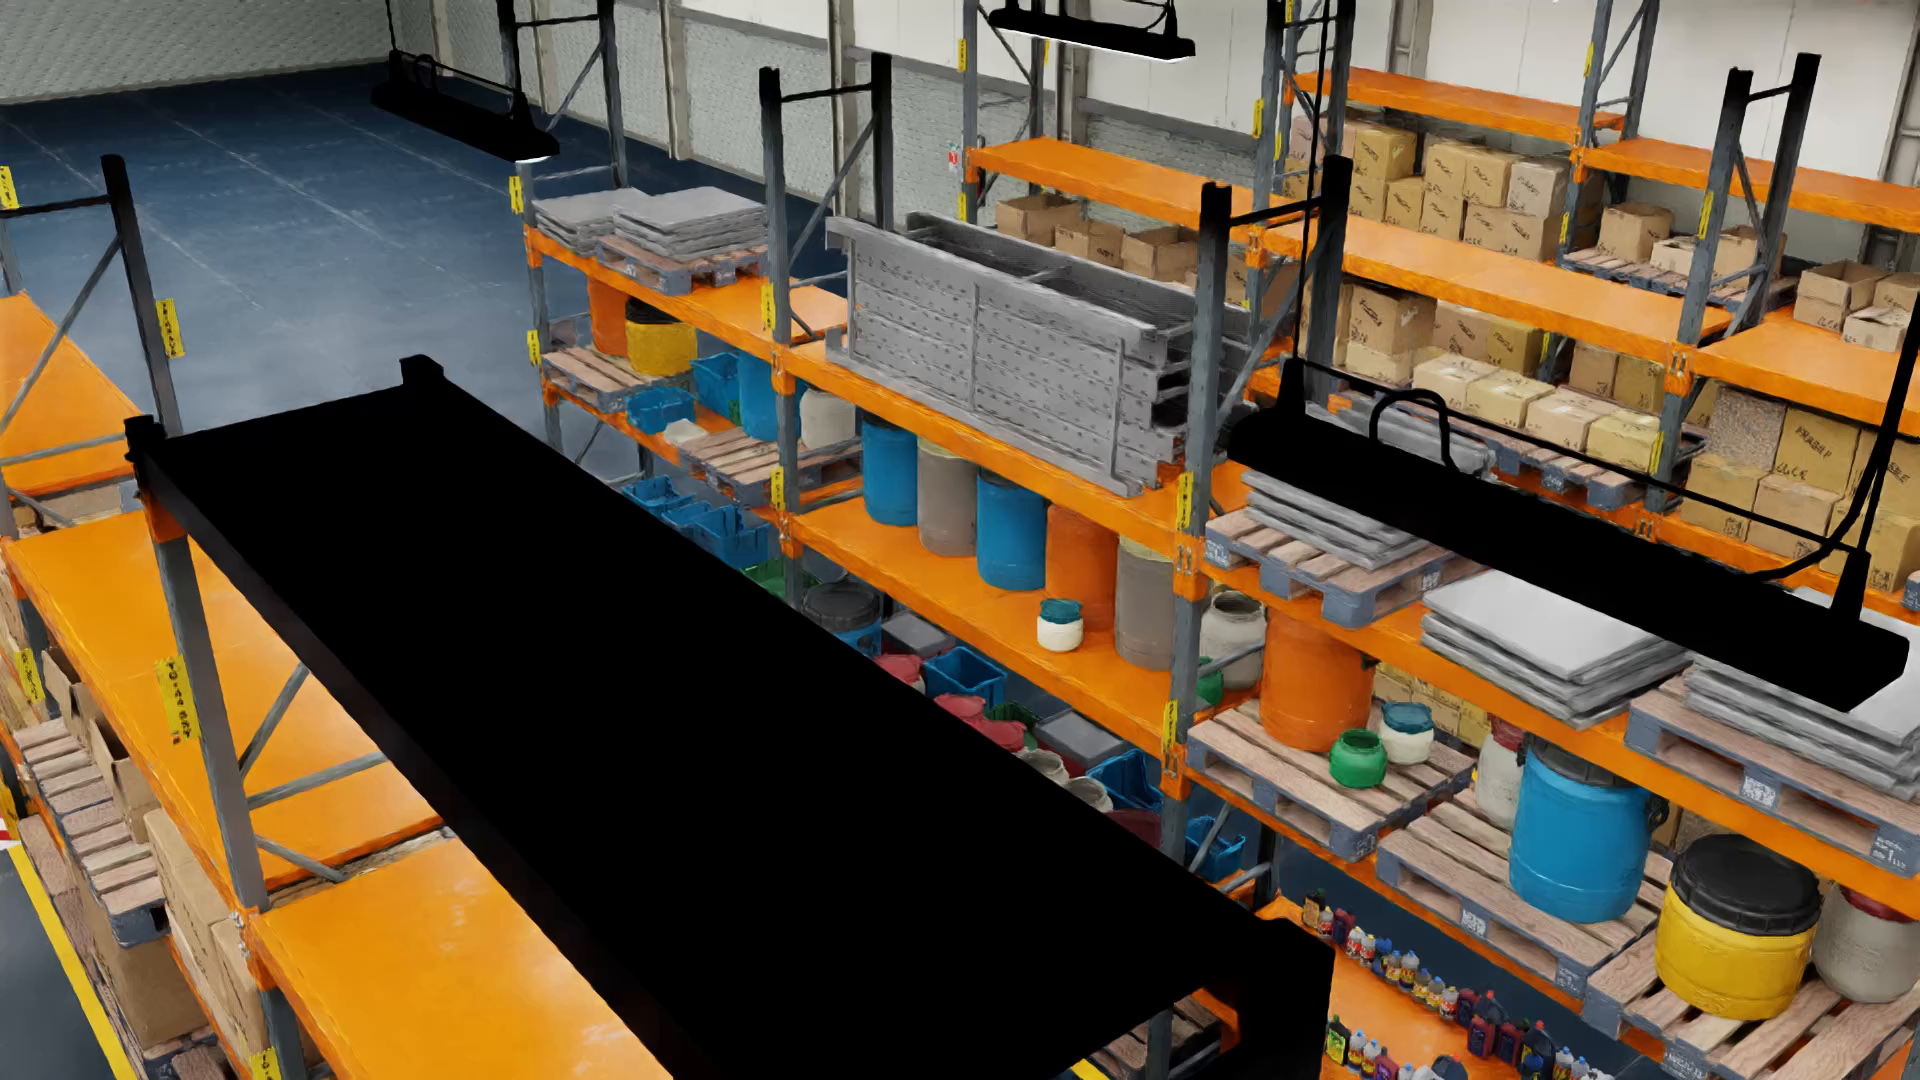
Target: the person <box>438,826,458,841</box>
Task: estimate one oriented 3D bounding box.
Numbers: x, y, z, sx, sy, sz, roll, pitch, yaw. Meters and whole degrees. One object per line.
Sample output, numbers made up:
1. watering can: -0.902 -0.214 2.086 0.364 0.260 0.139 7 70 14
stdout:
1. person: -4.203 1.746 12.694 0.702 1.735 0.549 -21 33 -36
